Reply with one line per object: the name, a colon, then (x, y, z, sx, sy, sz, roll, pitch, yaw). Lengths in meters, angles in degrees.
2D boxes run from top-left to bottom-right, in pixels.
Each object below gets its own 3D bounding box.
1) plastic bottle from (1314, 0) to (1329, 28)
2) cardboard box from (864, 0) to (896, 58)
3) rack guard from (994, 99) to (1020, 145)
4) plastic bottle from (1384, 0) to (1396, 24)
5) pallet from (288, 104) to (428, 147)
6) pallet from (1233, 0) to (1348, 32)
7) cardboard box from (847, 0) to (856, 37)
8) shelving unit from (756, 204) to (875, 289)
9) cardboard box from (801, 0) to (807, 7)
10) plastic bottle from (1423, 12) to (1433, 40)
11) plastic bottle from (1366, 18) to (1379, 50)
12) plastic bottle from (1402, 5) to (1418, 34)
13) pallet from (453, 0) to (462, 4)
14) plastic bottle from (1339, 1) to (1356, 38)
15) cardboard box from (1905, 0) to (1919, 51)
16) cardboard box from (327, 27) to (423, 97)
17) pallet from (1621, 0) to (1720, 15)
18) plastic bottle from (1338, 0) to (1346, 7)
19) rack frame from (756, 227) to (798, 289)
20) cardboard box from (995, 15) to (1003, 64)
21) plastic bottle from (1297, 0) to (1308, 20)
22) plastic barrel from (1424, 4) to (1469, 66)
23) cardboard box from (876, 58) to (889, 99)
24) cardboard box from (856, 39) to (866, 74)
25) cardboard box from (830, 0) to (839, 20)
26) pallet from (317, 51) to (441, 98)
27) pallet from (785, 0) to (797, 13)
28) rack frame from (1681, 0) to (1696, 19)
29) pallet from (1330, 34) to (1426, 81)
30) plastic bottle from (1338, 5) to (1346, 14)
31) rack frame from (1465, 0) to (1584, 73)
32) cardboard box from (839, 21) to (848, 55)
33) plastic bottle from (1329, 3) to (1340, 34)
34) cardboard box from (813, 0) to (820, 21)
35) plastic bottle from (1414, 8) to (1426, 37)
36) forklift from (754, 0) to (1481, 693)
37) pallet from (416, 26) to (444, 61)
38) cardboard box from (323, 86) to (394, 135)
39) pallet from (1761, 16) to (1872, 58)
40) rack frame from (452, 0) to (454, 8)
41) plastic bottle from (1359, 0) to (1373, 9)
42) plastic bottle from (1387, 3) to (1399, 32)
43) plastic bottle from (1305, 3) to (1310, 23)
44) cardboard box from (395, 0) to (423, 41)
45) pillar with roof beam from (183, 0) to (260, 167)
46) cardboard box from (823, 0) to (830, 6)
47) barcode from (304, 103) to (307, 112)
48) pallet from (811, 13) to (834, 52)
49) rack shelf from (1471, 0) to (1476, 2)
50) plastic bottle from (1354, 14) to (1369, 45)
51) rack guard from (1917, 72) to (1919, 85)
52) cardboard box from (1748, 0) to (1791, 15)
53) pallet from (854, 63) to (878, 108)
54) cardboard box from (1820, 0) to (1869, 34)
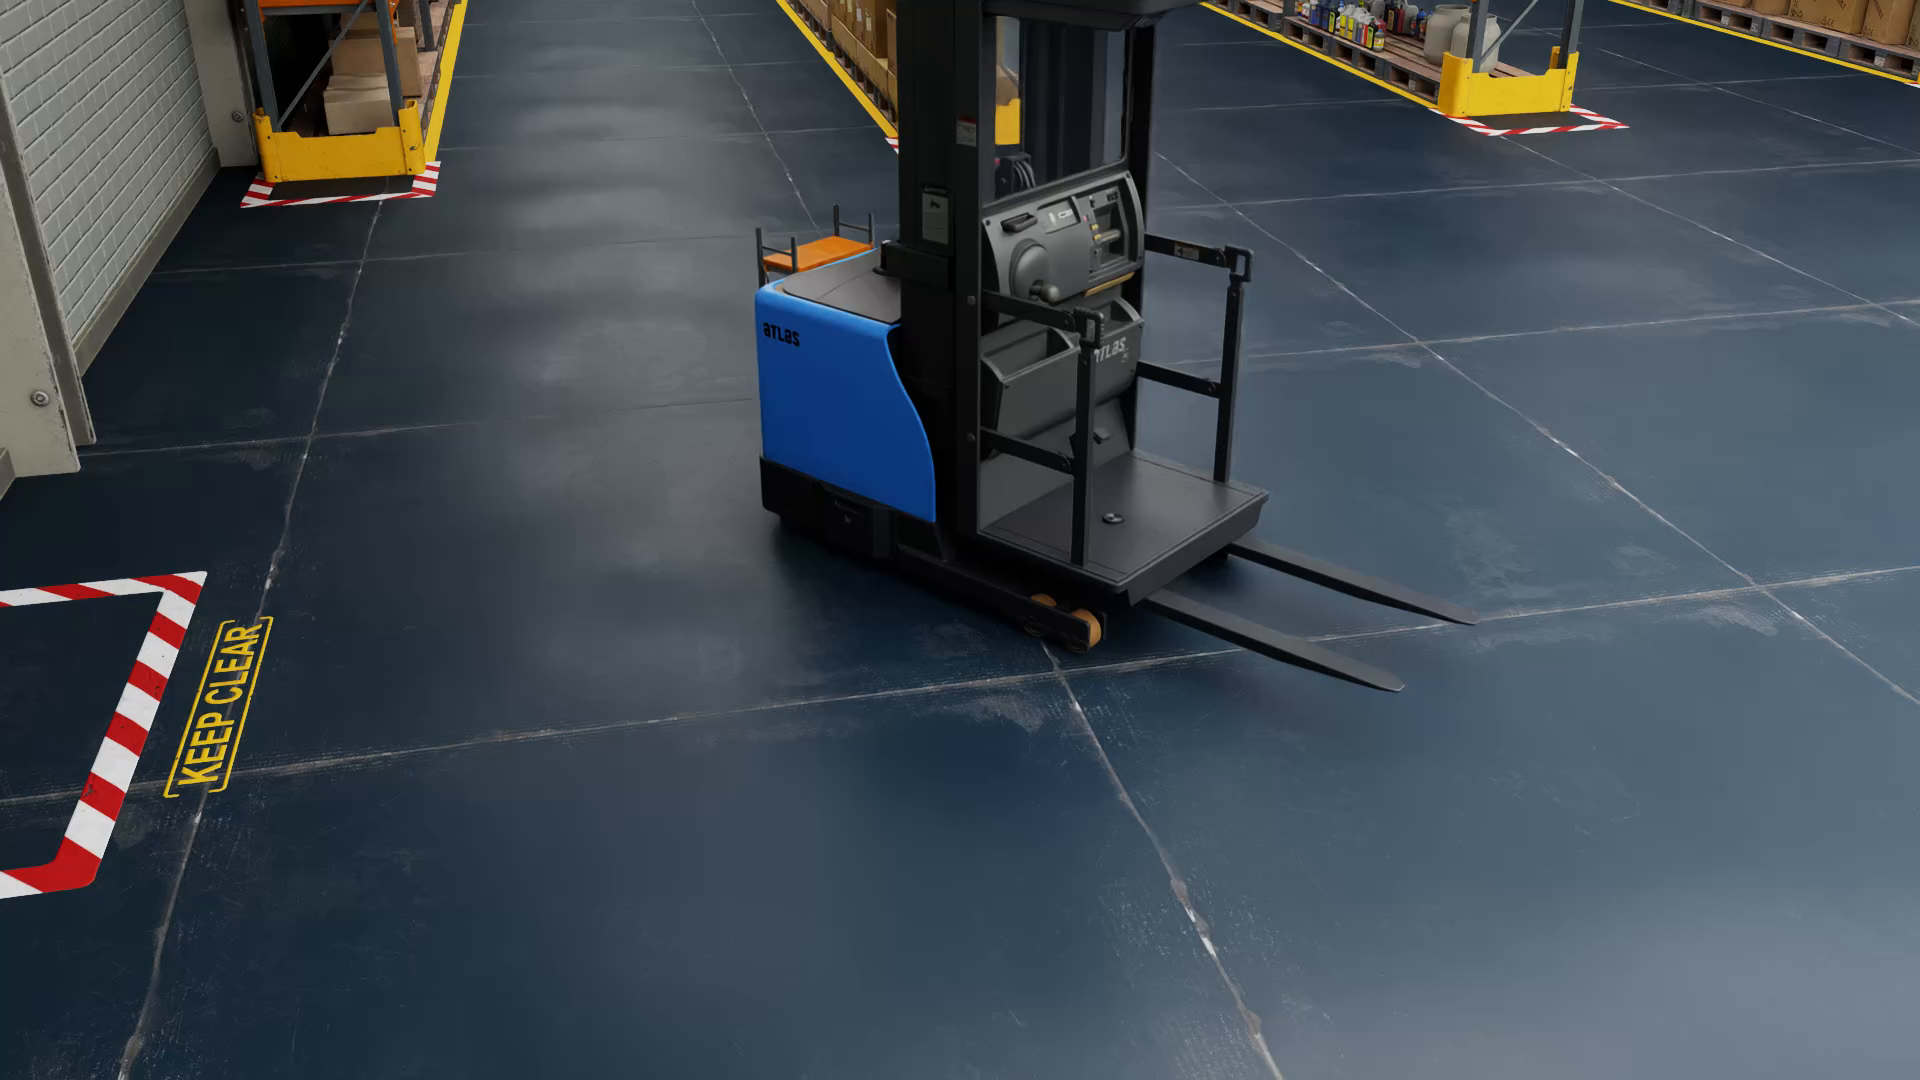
plastic bottle: (3.795, -5.528, 17.326, 0.144, 0.351, 0.185, -5, 27, -10)
cardboard box: (-0.558, -4.591, 14.771, 0.500, 0.500, 0.500, -6, 27, -12)
rack guard: (0.098, -3.527, 13.684, 1.175, 0.500, 0.348, -6, 27, -12)
plastic bottle: (4.487, -5.587, 17.442, 0.144, 0.351, 0.185, -7, 28, -14)
pallet: (-4.899, -3.298, 13.550, 1.003, 0.211, 1.213, -6, 27, -12)
pallet: (3.803, -6.007, 18.917, 1.003, 0.211, 1.213, -6, 27, -12)
cardboard box: (-0.784, -5.030, 15.640, 0.500, 0.500, 0.500, -6, 27, -12)
shelving unit: (-0.642, -0.887, 7.674, 0.258, 1.200, 0.503, 21, 33, 35)
cardboard box: (-1.526, -6.193, 18.776, 0.500, 0.250, 0.500, -5, 27, -11)
plastic bottle: (4.714, -5.156, 16.675, 0.097, 0.271, 0.097, 0, 27, 0)
plastic bottle: (4.034, -4.950, 16.255, 0.061, 0.283, 0.133, -5, 27, -10)
plastic bottle: (4.592, -5.340, 17.036, 0.152, 0.276, 0.135, -5, 27, -11)
pallet: (-6.640, -6.770, 20.429, 1.003, 0.211, 1.213, -6, 27, -12)
plastic bottle: (3.934, -5.259, 16.792, 0.144, 0.351, 0.185, -6, 27, -12)
cardboard box: (9.620, -5.005, 16.146, 0.500, 0.500, 0.500, -1, 27, -2)
cardboard box: (-5.046, -4.120, 14.369, 0.700, 0.500, 0.500, -8, 28, -15)
pallet: (8.666, -6.511, 19.915, 1.003, 0.211, 1.213, -6, 27, -12)
plastic bottle: (3.936, -5.543, 17.355, 0.144, 0.351, 0.185, -6, 27, -12)
rack frame: (-0.800, -0.803, 7.508, 0.240, 1.200, 0.015, 21, 33, 35)
cardboard box: (0.074, -4.426, 14.443, 0.500, 0.500, 0.500, -6, 27, -12)
plastic bottle: (3.662, -5.705, 17.764, 0.097, 0.271, 0.097, 0, 27, 0)
plastic barrel: (4.583, -4.733, 15.594, 0.421, 0.512, 0.421, 0, 27, 0)
cardboard box: (-0.441, -4.037, 14.506, 0.500, 0.250, 0.500, -6, 27, -12)
cardboard box: (-0.666, -4.476, 15.375, 0.500, 0.250, 0.500, -6, 27, -12)
cardboard box: (-1.010, -5.469, 16.510, 0.500, 0.500, 0.500, -6, 27, -12)
pallet: (-5.449, -4.369, 15.672, 1.003, 0.211, 1.213, -6, 27, -12)
pallet: (-1.563, -6.556, 20.004, 1.003, 0.211, 1.213, -6, 27, -12)
rack frame: (8.843, -7.414, 18.610, 1.000, 3.000, 0.127, -6, 27, -12)
pallet: (4.407, -4.831, 16.586, 1.003, 0.211, 1.213, -6, 27, -12)
plastic bottle: (3.908, -5.349, 17.059, 0.097, 0.271, 0.097, 0, 27, 0)
rack frame: (4.919, -5.155, 14.135, 1.000, 3.000, 0.127, -6, 27, -12)
cardboard box: (-0.892, -4.915, 16.245, 0.500, 0.250, 0.500, -6, 27, -12)
plastic bottle: (3.835, -5.339, 17.025, 0.061, 0.283, 0.133, -5, 27, -9)
cardboard box: (-1.297, -5.745, 17.888, 0.500, 0.250, 0.500, -6, 27, -12)
plastic bottle: (4.669, -5.244, 16.851, 0.097, 0.271, 0.097, 0, 27, 0)
forklift: (0.569, -1.143, 6.262, 3.031, 2.935, 1.130, 21, 34, 35)
pallet: (-5.811, -5.002, 16.926, 1.003, 0.211, 1.213, -6, 27, -12)
cardboard box: (-4.801, -3.458, 13.268, 0.500, 0.311, 0.500, -9, 28, -17)
pallet: (9.308, -5.341, 17.598, 1.003, 0.211, 1.213, -6, 27, -12)
rack frame: (-6.536, -7.661, 19.100, 1.000, 3.000, 0.127, -6, 27, -12)
plastic bottle: (4.303, -5.657, 17.580, 0.144, 0.351, 0.185, -6, 27, -12)
plastic bottle: (4.466, -5.394, 17.134, 0.061, 0.283, 0.133, -6, 27, -12)
plastic bottle: (3.708, -5.585, 17.603, 0.097, 0.201, 0.097, 0, 27, 0)
cardboard box: (-5.817, -5.307, 16.721, 0.700, 0.500, 0.500, -5, 27, -10)
pillar with roof beam: (-1.539, -7.484, 12.091, 9.100, 9.000, 0.400, -6, 27, -12)
cardboard box: (-1.180, -5.769, 17.313, 0.500, 0.311, 0.500, -6, 27, -12)
barcode: (-5.195, -3.429, 13.201, 0.001, 0.075, 0.075, -6, 27, -12)
pallet: (-1.013, -5.484, 17.882, 1.003, 0.211, 1.213, -6, 27, -12)
rack shelf: (4.468, -5.712, 16.036, 1.077, 0.370, 4.000, -6, 27, -12)
plastic bottle: (4.017, -5.072, 16.504, 0.152, 0.276, 0.135, -7, 28, -13)
rack guard: (9.728, -4.576, 15.760, 1.175, 0.500, 0.348, -6, 27, -12)
cardboard box: (9.031, -6.055, 18.226, 0.500, 0.500, 0.500, 2, 27, 5)
pallet: (-0.392, -4.275, 15.485, 1.003, 0.211, 1.213, -6, 27, -12)
cardboard box: (9.330, -5.541, 17.207, 0.500, 0.500, 0.500, -3, 27, -7)
